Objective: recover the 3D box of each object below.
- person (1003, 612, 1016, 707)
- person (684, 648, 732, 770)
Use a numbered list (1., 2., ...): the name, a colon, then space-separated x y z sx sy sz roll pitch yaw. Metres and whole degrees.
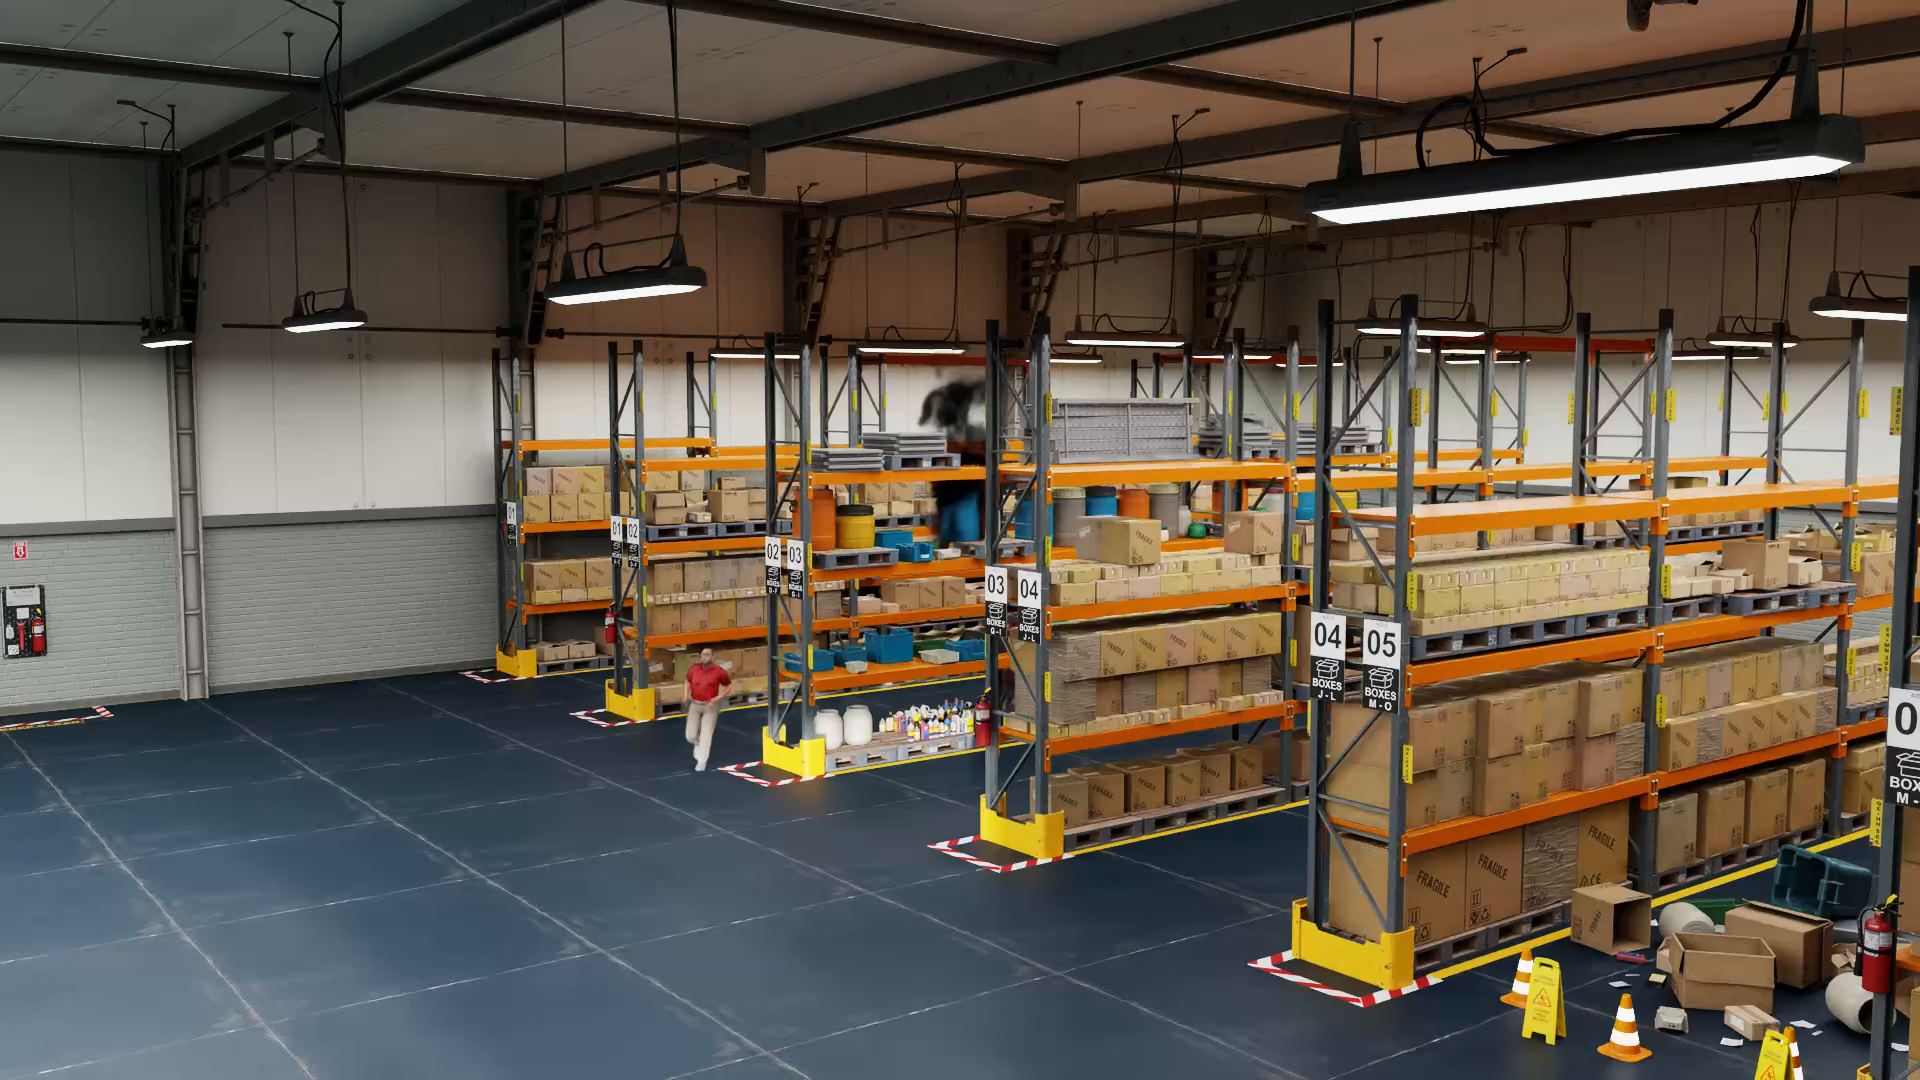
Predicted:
1. person: 0.832 1.958 27.296 0.720 1.694 0.579 -3 6 -31
2. person: -3.493 2.317 23.013 0.689 1.686 0.566 1 5 10
